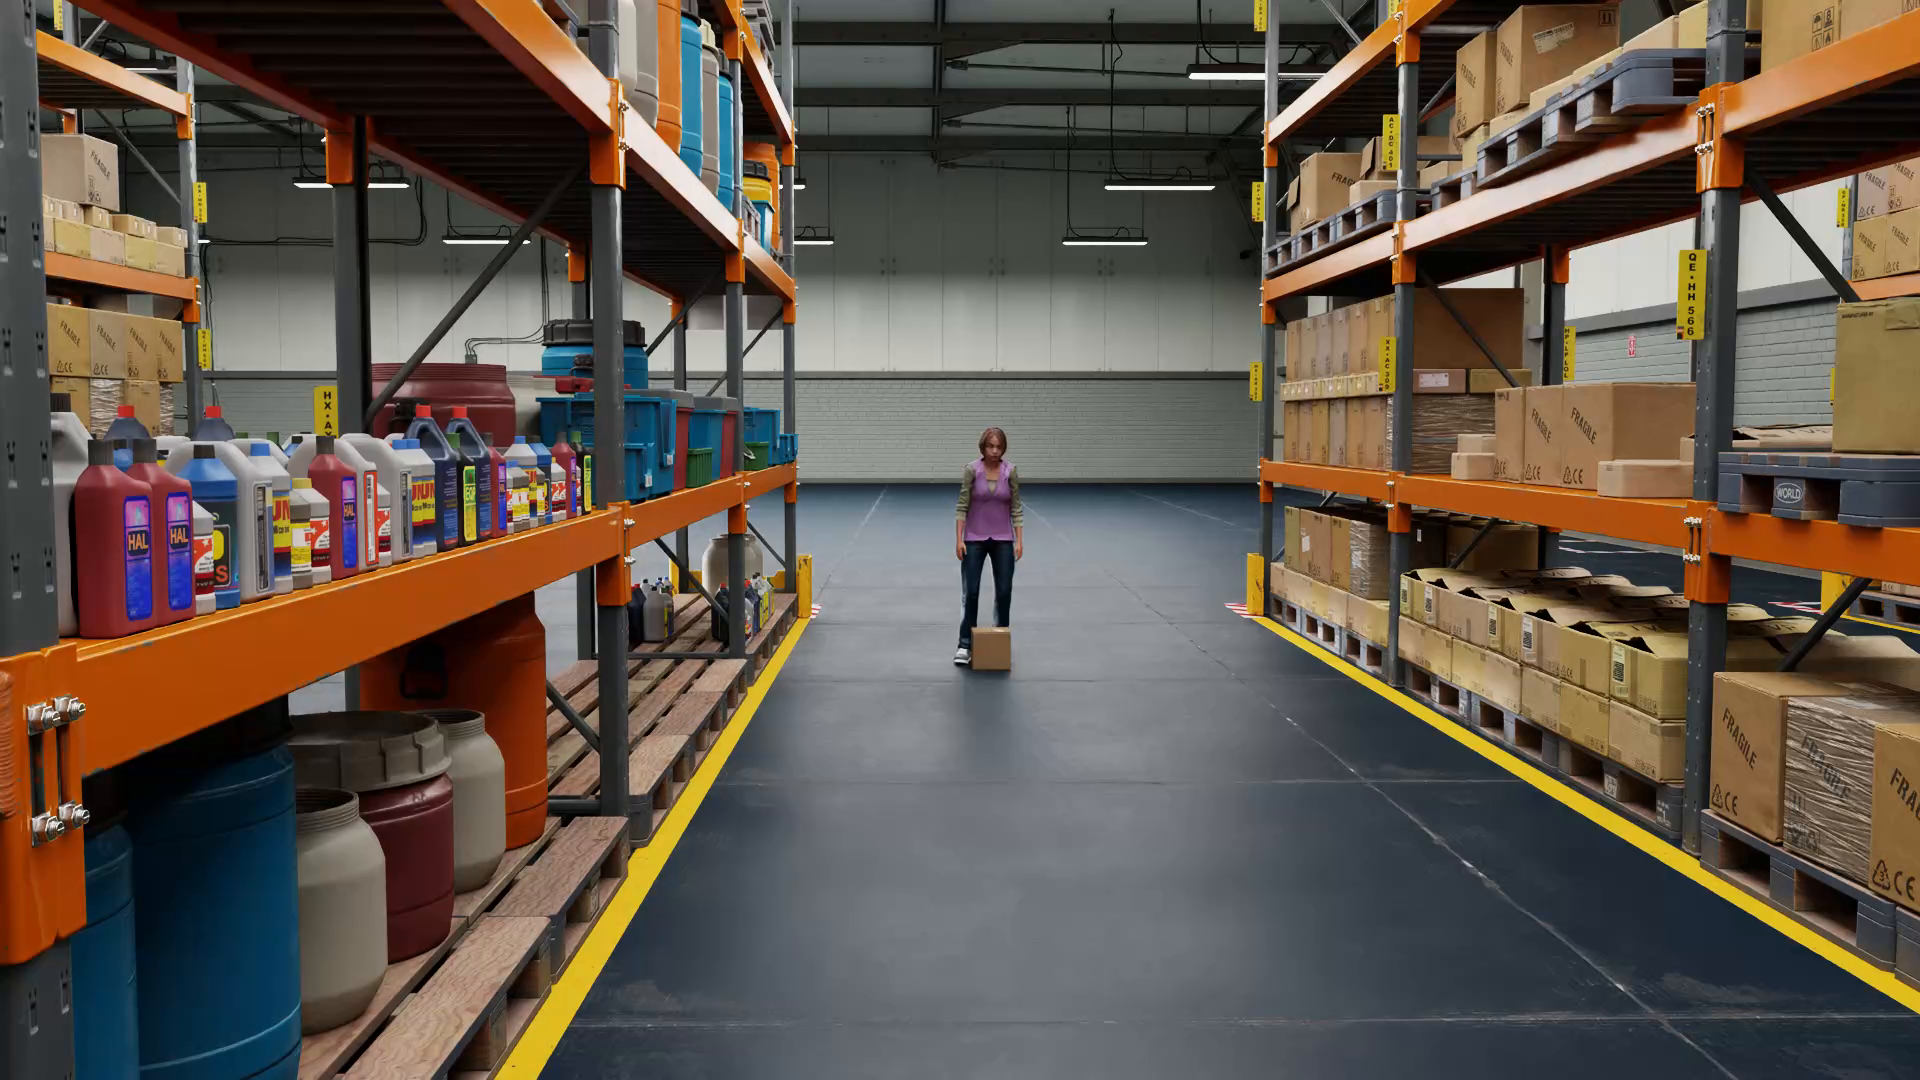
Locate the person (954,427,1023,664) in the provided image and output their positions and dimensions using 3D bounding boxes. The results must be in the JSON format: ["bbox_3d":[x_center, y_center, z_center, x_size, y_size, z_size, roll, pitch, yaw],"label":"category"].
[{"bbox_3d":[0.192,0.035,11.241,0.482,1.592,0.347,0,4,-5],"label":"person"}]
